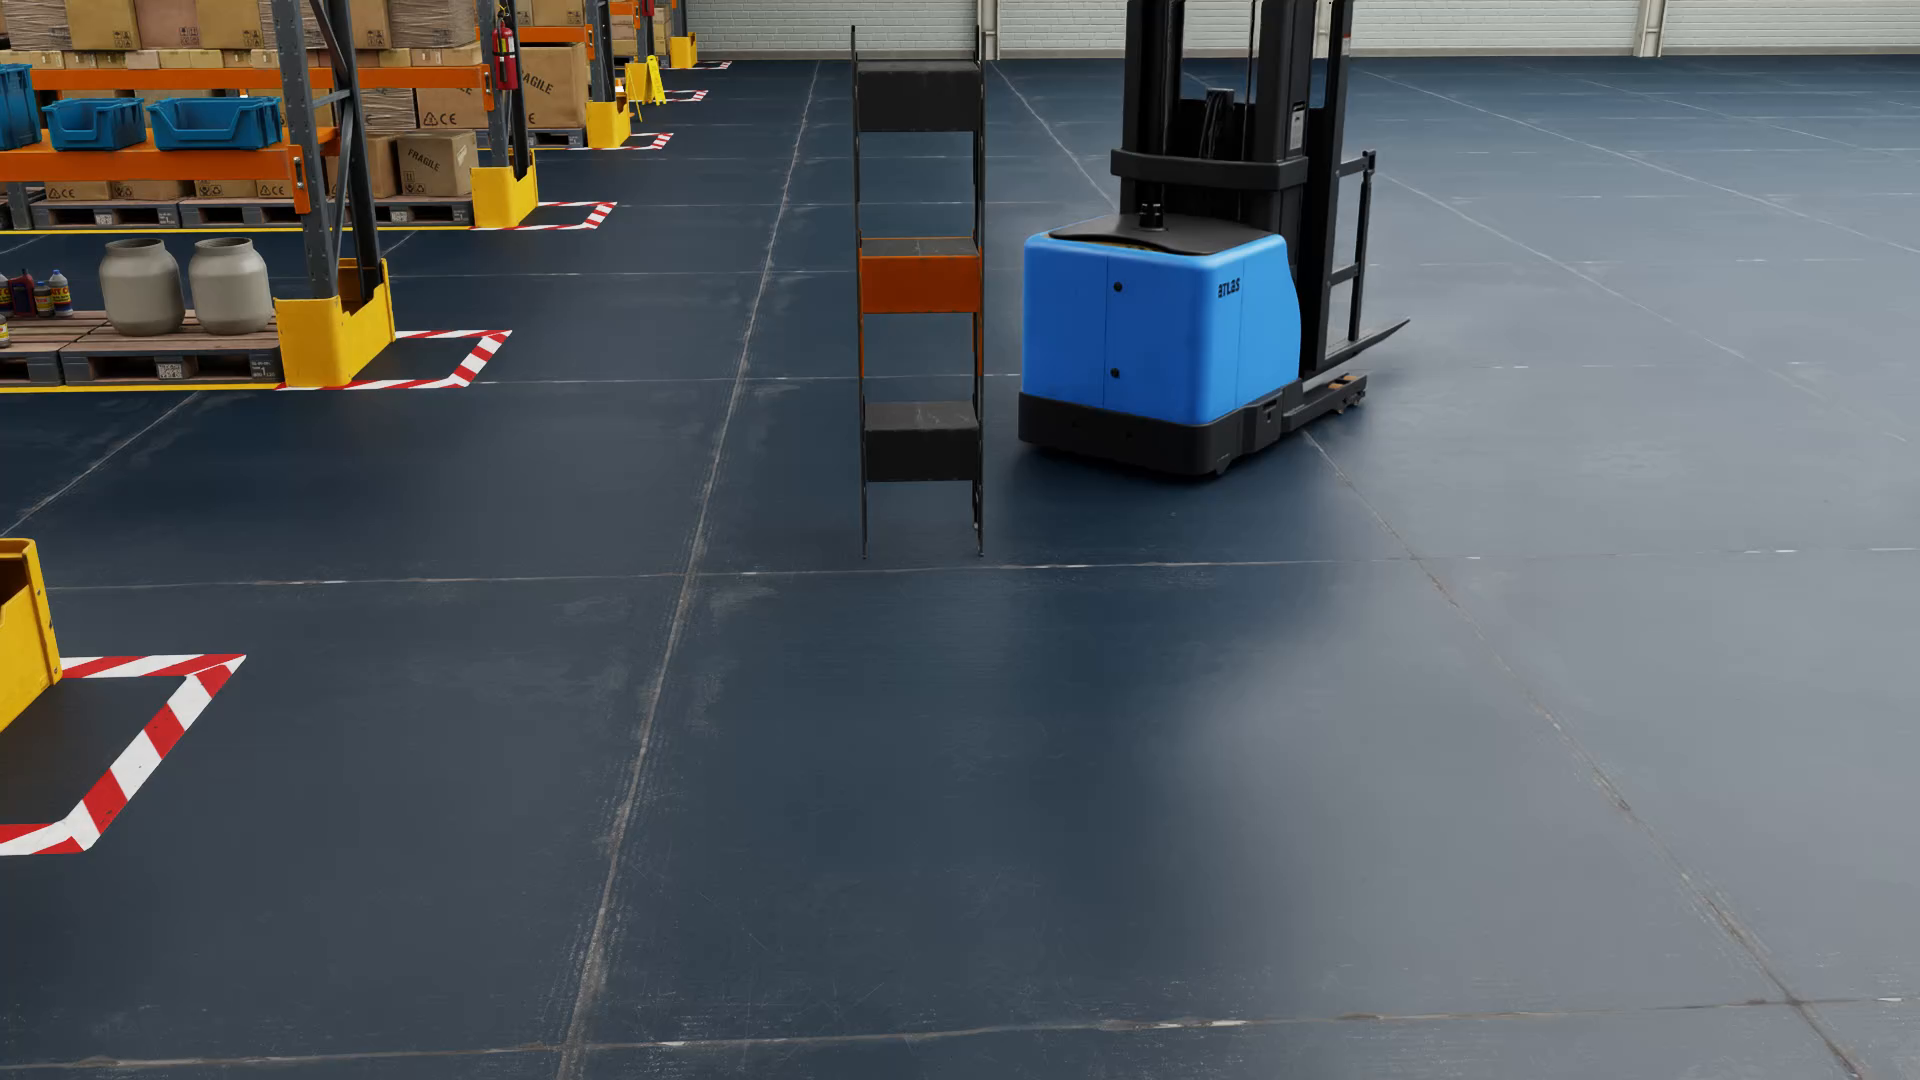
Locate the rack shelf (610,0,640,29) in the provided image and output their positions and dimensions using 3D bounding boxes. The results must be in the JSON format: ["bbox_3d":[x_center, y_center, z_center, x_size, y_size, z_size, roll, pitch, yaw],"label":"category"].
[{"bbox_3d":[-6.452,-7.392,23.331,4.000,0.370,1.077,-1,21,-3],"label":"rack shelf"}]

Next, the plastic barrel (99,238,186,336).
[{"bbox_3d":[-4.760,-1.472,9.677,0.421,0.512,0.421,0,21,0],"label":"plastic barrel"}]

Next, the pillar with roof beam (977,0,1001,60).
[{"bbox_3d":[0.747,-11.234,23.981,0.400,9.000,9.100,-1,21,-3],"label":"pillar with roof beam"}]

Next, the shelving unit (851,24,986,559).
[{"bbox_3d":[-0.165,-0.978,6.739,0.503,2.100,0.431,-1,21,-3],"label":"shelving unit"}]

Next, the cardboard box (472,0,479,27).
[{"bbox_3d":[-5.554,-6.073,18.646,0.550,0.550,0.875,-1,21,-3],"label":"cardboard box"}]

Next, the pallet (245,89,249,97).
[{"bbox_3d":[-10.447,-6.342,23.482,1.213,0.211,1.003,-1,21,-3],"label":"pallet"}]

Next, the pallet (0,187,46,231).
[{"bbox_3d":[-8.660,-2.848,14.304,1.213,0.211,1.003,-1,21,-3],"label":"pallet"}]

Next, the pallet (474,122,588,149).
[{"bbox_3d":[-4.865,-4.665,19.078,1.213,0.211,1.003,-1,21,-3],"label":"pallet"}]

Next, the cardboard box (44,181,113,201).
[{"bbox_3d":[-7.481,-3.189,14.204,0.500,0.500,0.500,-2,21,-5],"label":"cardboard box"}]

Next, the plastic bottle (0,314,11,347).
[{"bbox_3d":[-5.415,-1.194,9.355,0.097,0.201,0.097,0,21,0],"label":"plastic bottle"}]

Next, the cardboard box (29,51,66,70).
[{"bbox_3d":[-7.401,-3.948,13.627,0.250,0.149,0.380,-1,21,-3],"label":"cardboard box"}]

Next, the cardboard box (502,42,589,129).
[{"bbox_3d":[-4.745,-5.178,18.902,0.875,0.875,0.875,-1,21,-3],"label":"cardboard box"}]

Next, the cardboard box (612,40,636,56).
[{"bbox_3d":[-5.690,-8.315,28.018,0.500,0.250,0.500,-1,21,-3],"label":"cardboard box"}]

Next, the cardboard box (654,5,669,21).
[{"bbox_3d":[-5.233,-8.968,28.329,0.500,0.250,0.500,-1,21,-4],"label":"cardboard box"}]

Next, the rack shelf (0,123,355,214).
[{"bbox_3d":[-5.603,-2.112,9.464,4.000,0.370,1.077,-1,21,-3],"label":"rack shelf"}]

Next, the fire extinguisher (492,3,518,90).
[{"bbox_3d":[-3.749,-4.051,13.654,0.183,0.674,0.296,-1,21,-3],"label":"fire extinguisher"}]

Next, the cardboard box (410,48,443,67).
[{"bbox_3d":[-4.412,-4.047,13.888,0.250,0.149,0.380,-1,21,-3],"label":"cardboard box"}]

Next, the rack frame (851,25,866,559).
[{"bbox_3d":[-0.409,-0.973,6.726,0.015,2.100,0.400,-1,21,-3],"label":"rack frame"}]

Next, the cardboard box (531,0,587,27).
[{"bbox_3d":[-4.439,-6.059,18.608,0.550,0.550,0.875,-1,21,-3],"label":"cardboard box"}]

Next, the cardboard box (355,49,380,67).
[{"bbox_3d":[-4.909,-4.024,13.828,0.250,0.149,0.380,-1,21,-3],"label":"cardboard box"}]

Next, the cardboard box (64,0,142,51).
[{"bbox_3d":[-6.929,-4.338,13.740,0.500,0.500,0.875,-1,21,-3],"label":"cardboard box"}]

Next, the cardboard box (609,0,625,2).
[{"bbox_3d":[-4.816,-7.568,23.135,0.250,0.149,0.380,0,21,-1],"label":"cardboard box"}]

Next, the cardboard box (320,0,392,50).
[{"bbox_3d":[-4.932,-4.380,13.851,0.500,0.500,0.875,-1,21,-3],"label":"cardboard box"}]

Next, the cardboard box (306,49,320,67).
[{"bbox_3d":[-5.409,-4.021,13.819,0.250,0.149,0.380,-1,21,-3],"label":"cardboard box"}]

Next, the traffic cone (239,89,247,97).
[{"bbox_3d":[-9.607,-5.979,22.176,0.334,0.463,0.336,-1,21,-3],"label":"traffic cone"}]

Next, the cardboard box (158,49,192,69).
[{"bbox_3d":[-6.404,-3.981,13.716,0.250,0.149,0.380,-1,21,-3],"label":"cardboard box"}]

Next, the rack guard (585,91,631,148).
[{"bbox_3d":[-4.048,-4.845,19.143,0.348,0.500,1.175,-1,21,-3],"label":"rack guard"}]

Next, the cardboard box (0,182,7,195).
[{"bbox_3d":[-8.497,-3.200,14.204,0.500,0.500,0.700,-3,21,-7],"label":"cardboard box"}]

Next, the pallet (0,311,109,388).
[{"bbox_3d":[-5.706,-1.129,9.790,1.213,0.211,1.003,-1,21,-3],"label":"pallet"}]

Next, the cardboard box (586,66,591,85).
[{"bbox_3d":[-5.271,-6.567,23.429,0.500,0.250,0.500,-1,21,-3],"label":"cardboard box"}]

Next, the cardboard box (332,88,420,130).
[{"bbox_3d":[-6.533,-5.142,18.807,0.875,0.875,0.875,-1,21,-3],"label":"cardboard box"}]

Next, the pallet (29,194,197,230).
[{"bbox_3d":[-7.214,-2.890,14.415,1.213,0.211,1.003,-1,21,-3],"label":"pallet"}]

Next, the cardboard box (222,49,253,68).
[{"bbox_3d":[-5.907,-4.004,13.774,0.250,0.149,0.380,-1,21,-3],"label":"cardboard box"}]

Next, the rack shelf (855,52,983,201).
[{"bbox_3d":[-0.165,-1.619,6.494,0.480,0.518,0.431,-1,21,-3],"label":"rack shelf"}]

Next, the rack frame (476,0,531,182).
[{"bbox_3d":[-3.889,-4.248,14.064,0.127,3.000,1.000,-1,21,-3],"label":"rack frame"}]

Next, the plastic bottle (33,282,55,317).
[{"bbox_3d":[-5.538,-1.459,10.051,0.097,0.201,0.097,0,21,0],"label":"plastic bottle"}]

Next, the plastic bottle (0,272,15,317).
[{"bbox_3d":[-5.777,-1.486,10.025,0.097,0.271,0.097,0,21,0],"label":"plastic bottle"}]

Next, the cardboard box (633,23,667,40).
[{"bbox_3d":[-5.210,-8.556,27.949,0.500,0.250,0.500,-1,21,-4],"label":"cardboard box"}]

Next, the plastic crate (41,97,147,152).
[{"bbox_3d":[-4.738,-2.292,9.134,0.408,0.251,0.499,-1,21,-3],"label":"plastic crate"}]

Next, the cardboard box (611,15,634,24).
[{"bbox_3d":[-5.694,-8.778,27.830,0.500,0.250,0.500,-1,21,-2],"label":"cardboard box"}]

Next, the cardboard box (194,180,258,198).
[{"bbox_3d":[-6.294,-3.244,14.348,0.500,0.500,0.500,-3,21,-8],"label":"cardboard box"}]

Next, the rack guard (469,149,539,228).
[{"bbox_3d":[-3.965,-3.079,14.504,0.348,0.500,1.175,-1,21,-3],"label":"rack guard"}]

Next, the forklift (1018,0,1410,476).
[{"bbox_3d":[1.556,-2.132,8.601,1.130,2.935,3.031,14,25,33],"label":"forklift"}]

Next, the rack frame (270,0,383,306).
[{"bbox_3d":[-3.607,-2.489,9.442,0.127,3.000,1.000,-1,21,-3],"label":"rack frame"}]

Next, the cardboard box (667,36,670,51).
[{"bbox_3d":[-5.244,-8.503,28.512,0.500,0.250,0.500,-1,21,-3],"label":"cardboard box"}]

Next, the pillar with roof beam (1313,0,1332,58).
[{"bbox_3d":[6.737,-11.356,24.301,0.400,9.000,9.100,-1,21,-3],"label":"pillar with roof beam"}]

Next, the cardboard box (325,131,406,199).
[{"bbox_3d":[-5.109,-3.245,14.352,0.500,0.500,0.500,4,21,11],"label":"cardboard box"}]

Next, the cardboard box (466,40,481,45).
[{"bbox_3d":[-4.187,-4.210,14.316,0.250,0.149,0.380,-1,21,-3],"label":"cardboard box"}]

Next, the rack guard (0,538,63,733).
[{"bbox_3d":[-3.304,0.438,5.267,0.348,0.500,1.175,-1,21,-3],"label":"rack guard"}]

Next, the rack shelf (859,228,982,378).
[{"bbox_3d":[-0.165,-0.965,6.743,0.480,0.518,0.431,-1,21,-3],"label":"rack shelf"}]

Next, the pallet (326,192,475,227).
[{"bbox_3d":[-4.778,-2.940,14.546,1.213,0.211,1.003,-1,21,-3],"label":"pallet"}]

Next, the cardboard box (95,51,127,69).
[{"bbox_3d":[-6.904,-3.971,13.688,0.250,0.149,0.380,-1,21,-3],"label":"cardboard box"}]

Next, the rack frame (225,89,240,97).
[{"bbox_3d":[-8.065,-5.931,18.484,0.127,3.000,1.000,-1,21,-3],"label":"rack frame"}]

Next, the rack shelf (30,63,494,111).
[{"bbox_3d":[-5.886,-3.872,14.085,4.000,0.370,1.077,-1,21,-3],"label":"rack shelf"}]

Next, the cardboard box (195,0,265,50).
[{"bbox_3d":[-5.934,-4.379,13.849,0.500,0.500,0.875,-1,21,-3],"label":"cardboard box"}]

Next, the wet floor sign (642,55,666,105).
[{"bbox_3d":[-4.204,-6.292,22.741,0.232,0.644,0.267,6,22,16],"label":"wet floor sign"}]

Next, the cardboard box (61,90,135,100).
[{"bbox_3d":[-9.643,-5.013,18.644,0.750,0.750,1.050,-1,21,-3],"label":"cardboard box"}]
